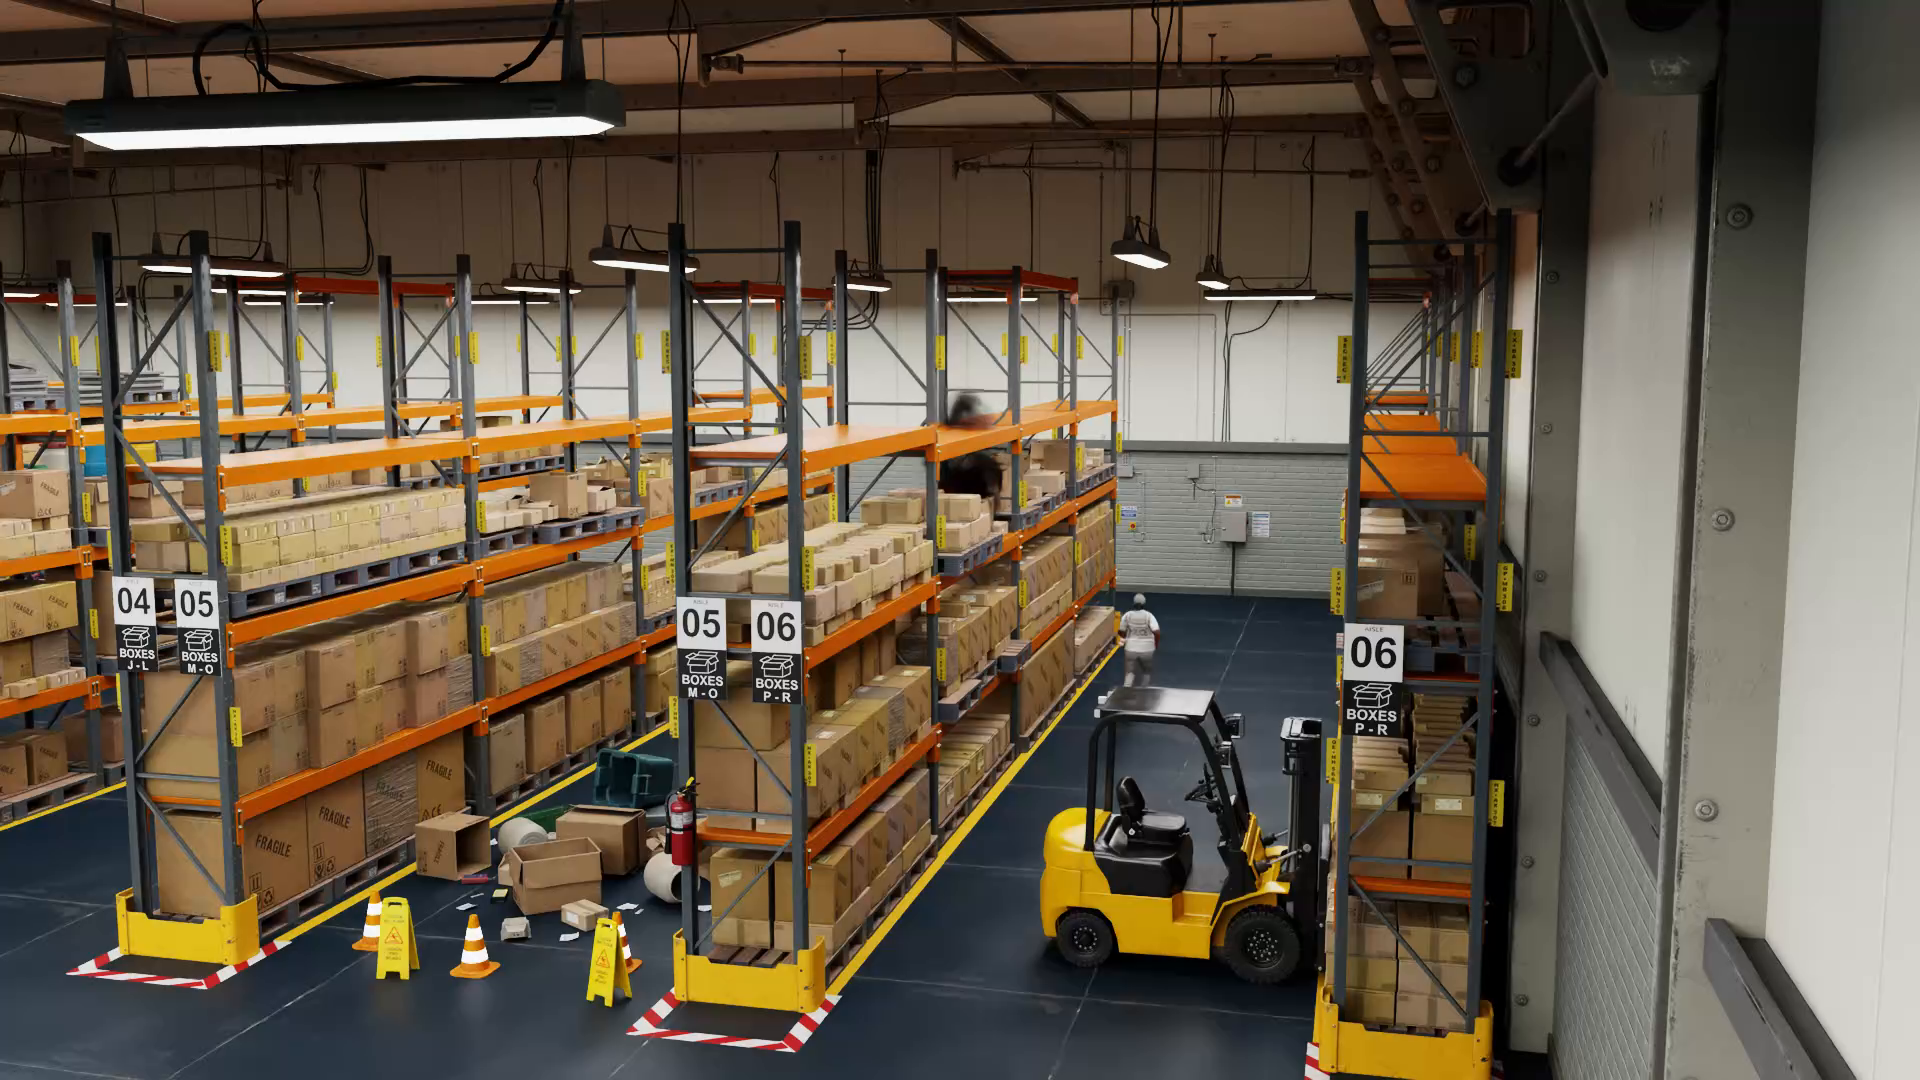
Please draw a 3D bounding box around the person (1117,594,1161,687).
[{"bbox_3d":[2.492,1.550,23.093,0.615,1.623,0.727,2,7,15],"label":"person"}]
